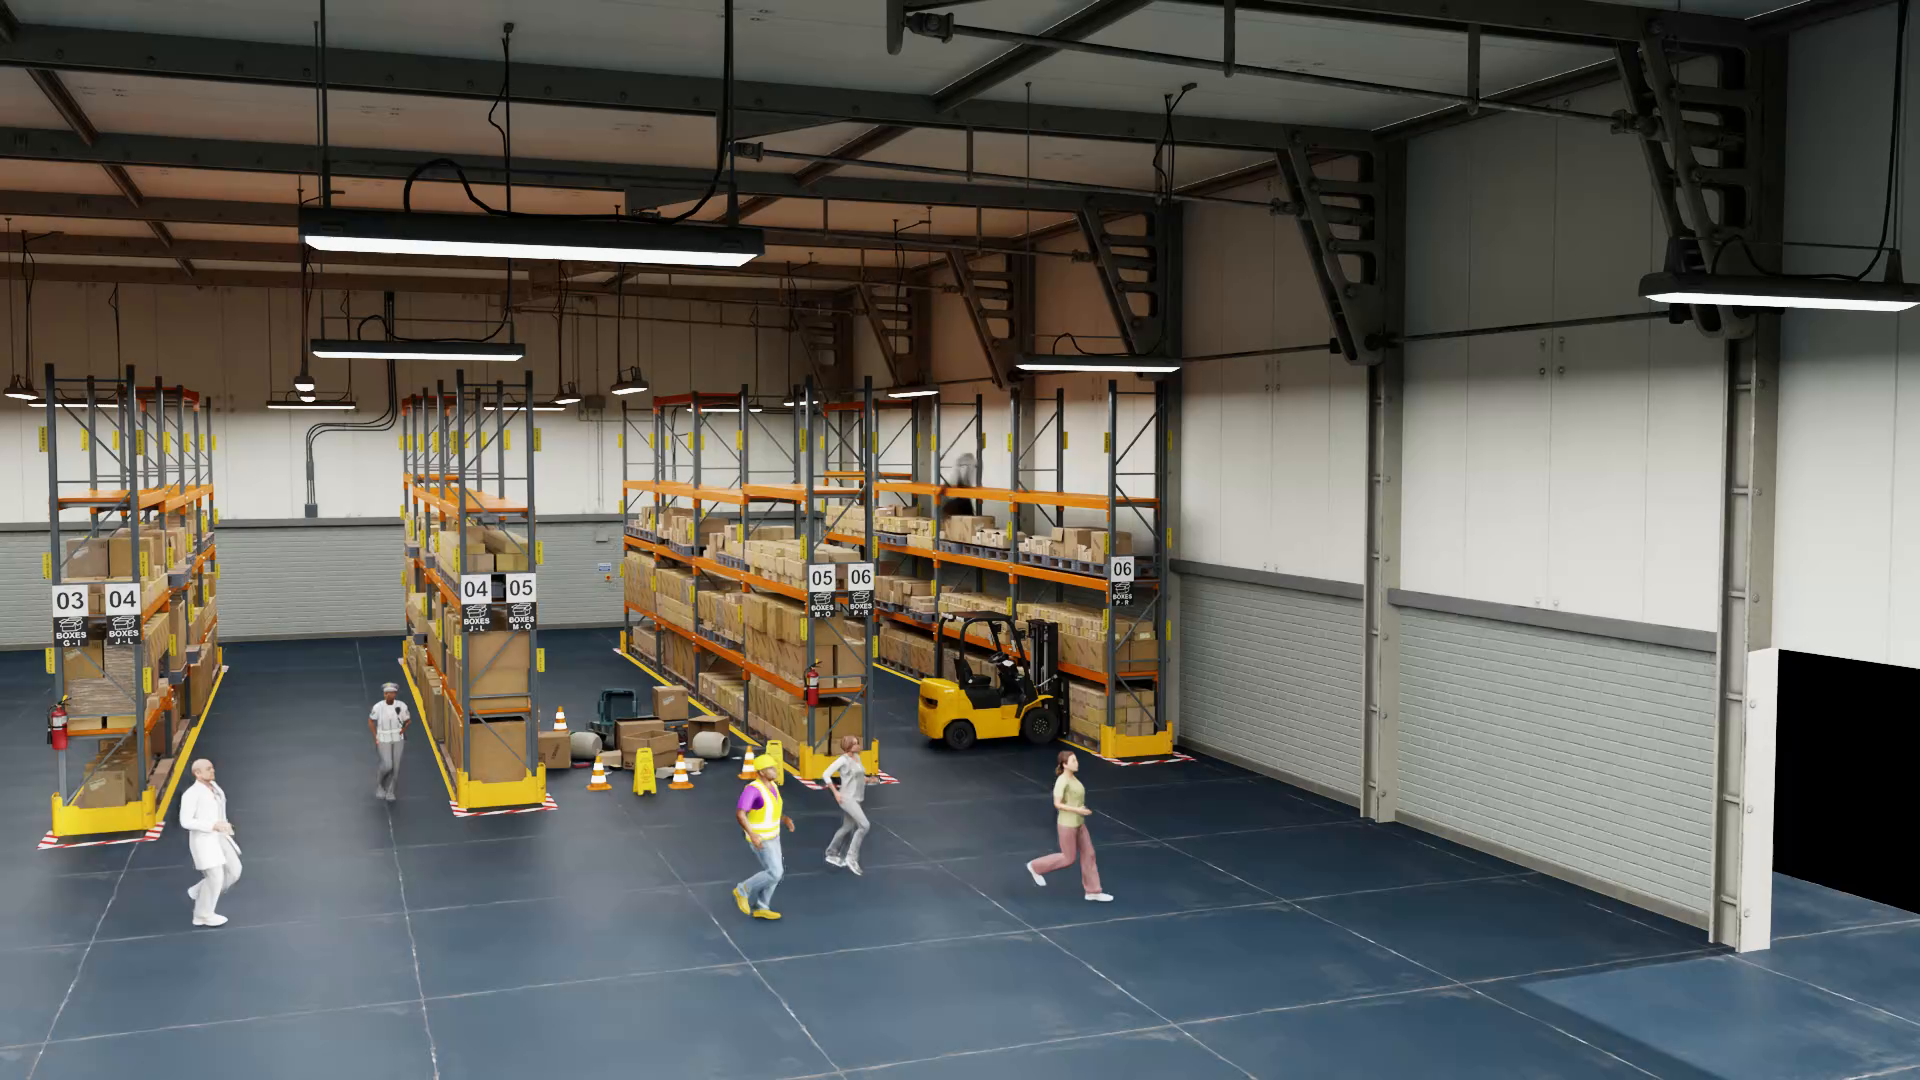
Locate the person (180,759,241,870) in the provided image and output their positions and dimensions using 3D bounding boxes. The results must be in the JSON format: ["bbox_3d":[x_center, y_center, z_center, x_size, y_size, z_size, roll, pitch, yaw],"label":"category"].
[{"bbox_3d":[-7.715,2.829,17.200,0.587,1.140,0.703,0,3,8],"label":"person"}]

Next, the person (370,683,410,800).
[{"bbox_3d":[-7.958,2.805,23.248,0.524,1.667,0.429,-2,4,-26],"label":"person"}]

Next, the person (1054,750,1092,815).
[{"bbox_3d":[1.235,2.680,18.155,0.532,0.770,0.592,1,4,23],"label":"person"}]

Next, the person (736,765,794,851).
[{"bbox_3d":[-2.017,2.751,17.469,0.461,0.918,0.715,1,3,15],"label":"person"}]

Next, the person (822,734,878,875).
[{"bbox_3d":[-1.273,3.071,19.353,0.691,1.627,0.503,1,4,18],"label":"person"}]
